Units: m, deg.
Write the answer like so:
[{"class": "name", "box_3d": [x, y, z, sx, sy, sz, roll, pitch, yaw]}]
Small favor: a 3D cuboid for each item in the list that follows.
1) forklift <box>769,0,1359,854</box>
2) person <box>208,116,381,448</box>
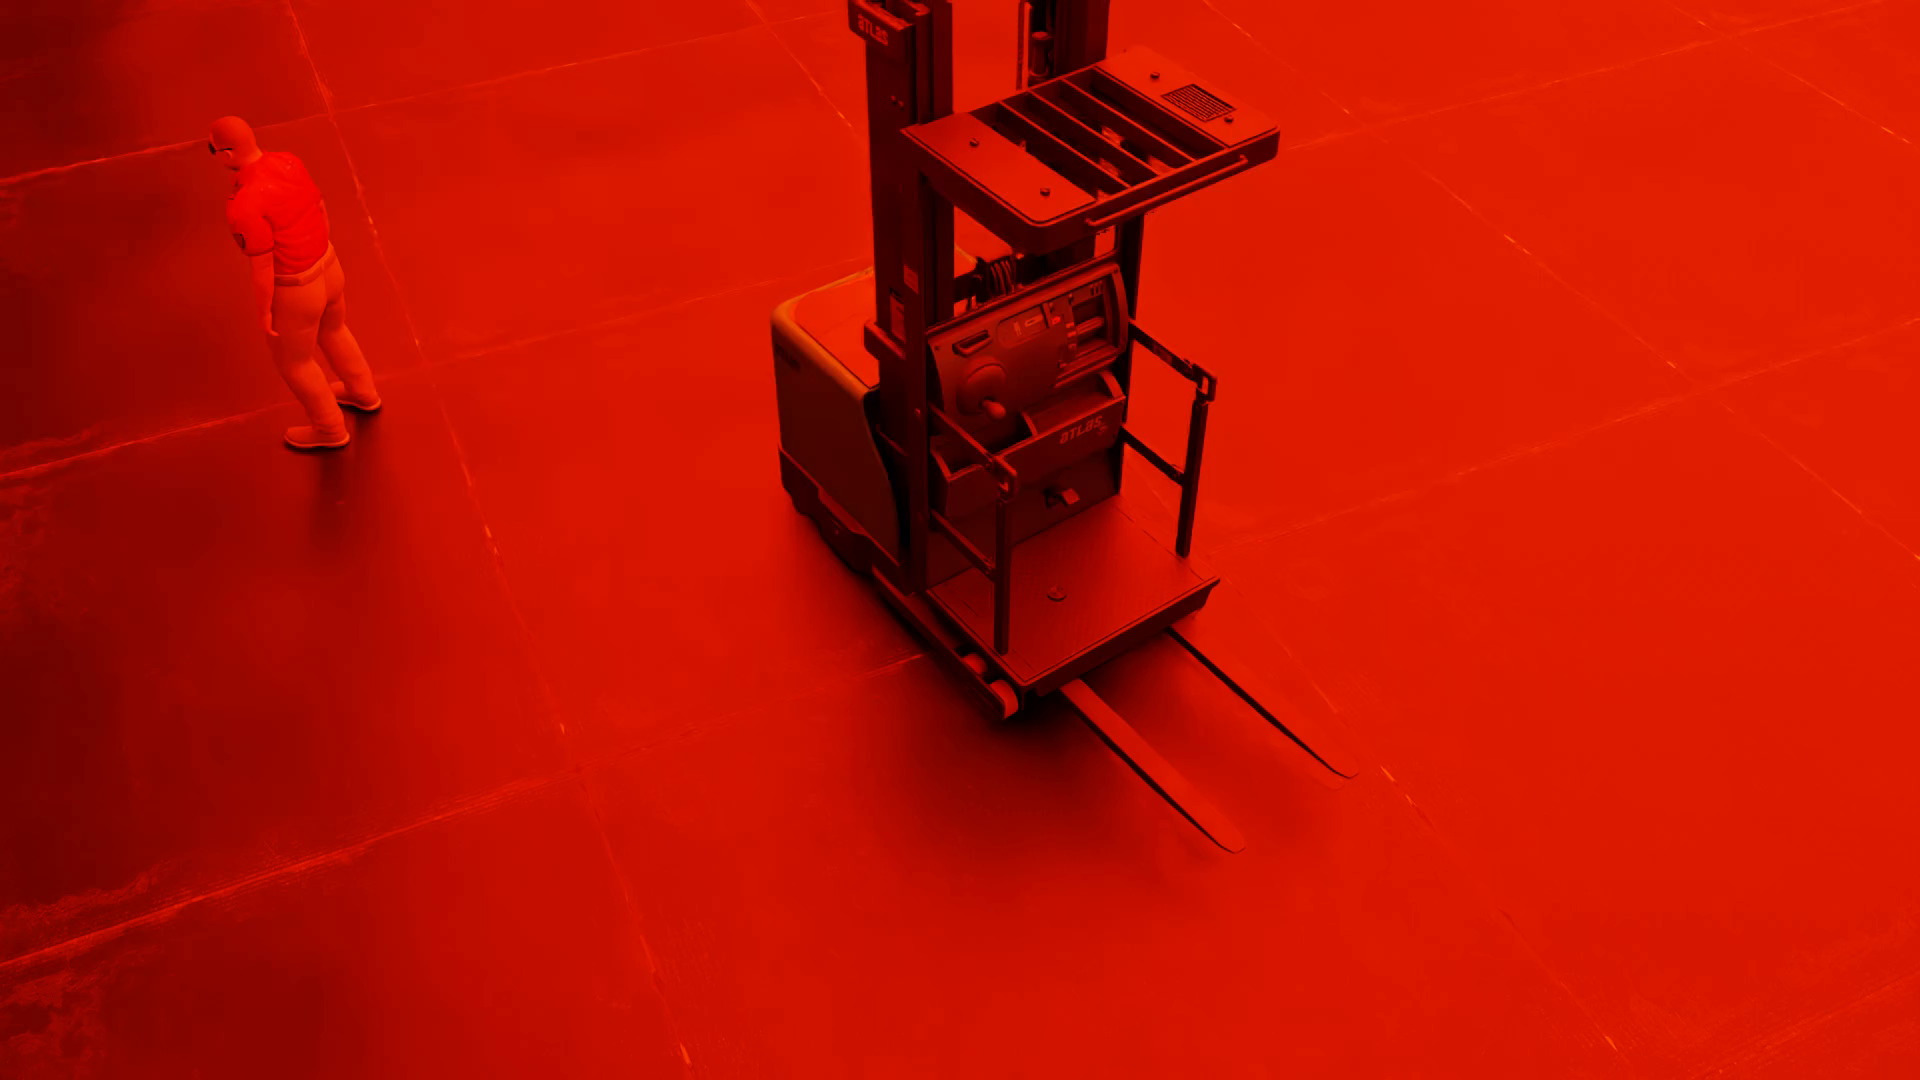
[{"class": "forklift", "box_3d": [0.410, -0.699, 6.429, 1.130, 2.935, 3.031, -26, 49, -26]}, {"class": "person", "box_3d": [-3.155, -1.216, 7.868, 0.398, 1.727, 0.586, 11, 44, 11]}]
